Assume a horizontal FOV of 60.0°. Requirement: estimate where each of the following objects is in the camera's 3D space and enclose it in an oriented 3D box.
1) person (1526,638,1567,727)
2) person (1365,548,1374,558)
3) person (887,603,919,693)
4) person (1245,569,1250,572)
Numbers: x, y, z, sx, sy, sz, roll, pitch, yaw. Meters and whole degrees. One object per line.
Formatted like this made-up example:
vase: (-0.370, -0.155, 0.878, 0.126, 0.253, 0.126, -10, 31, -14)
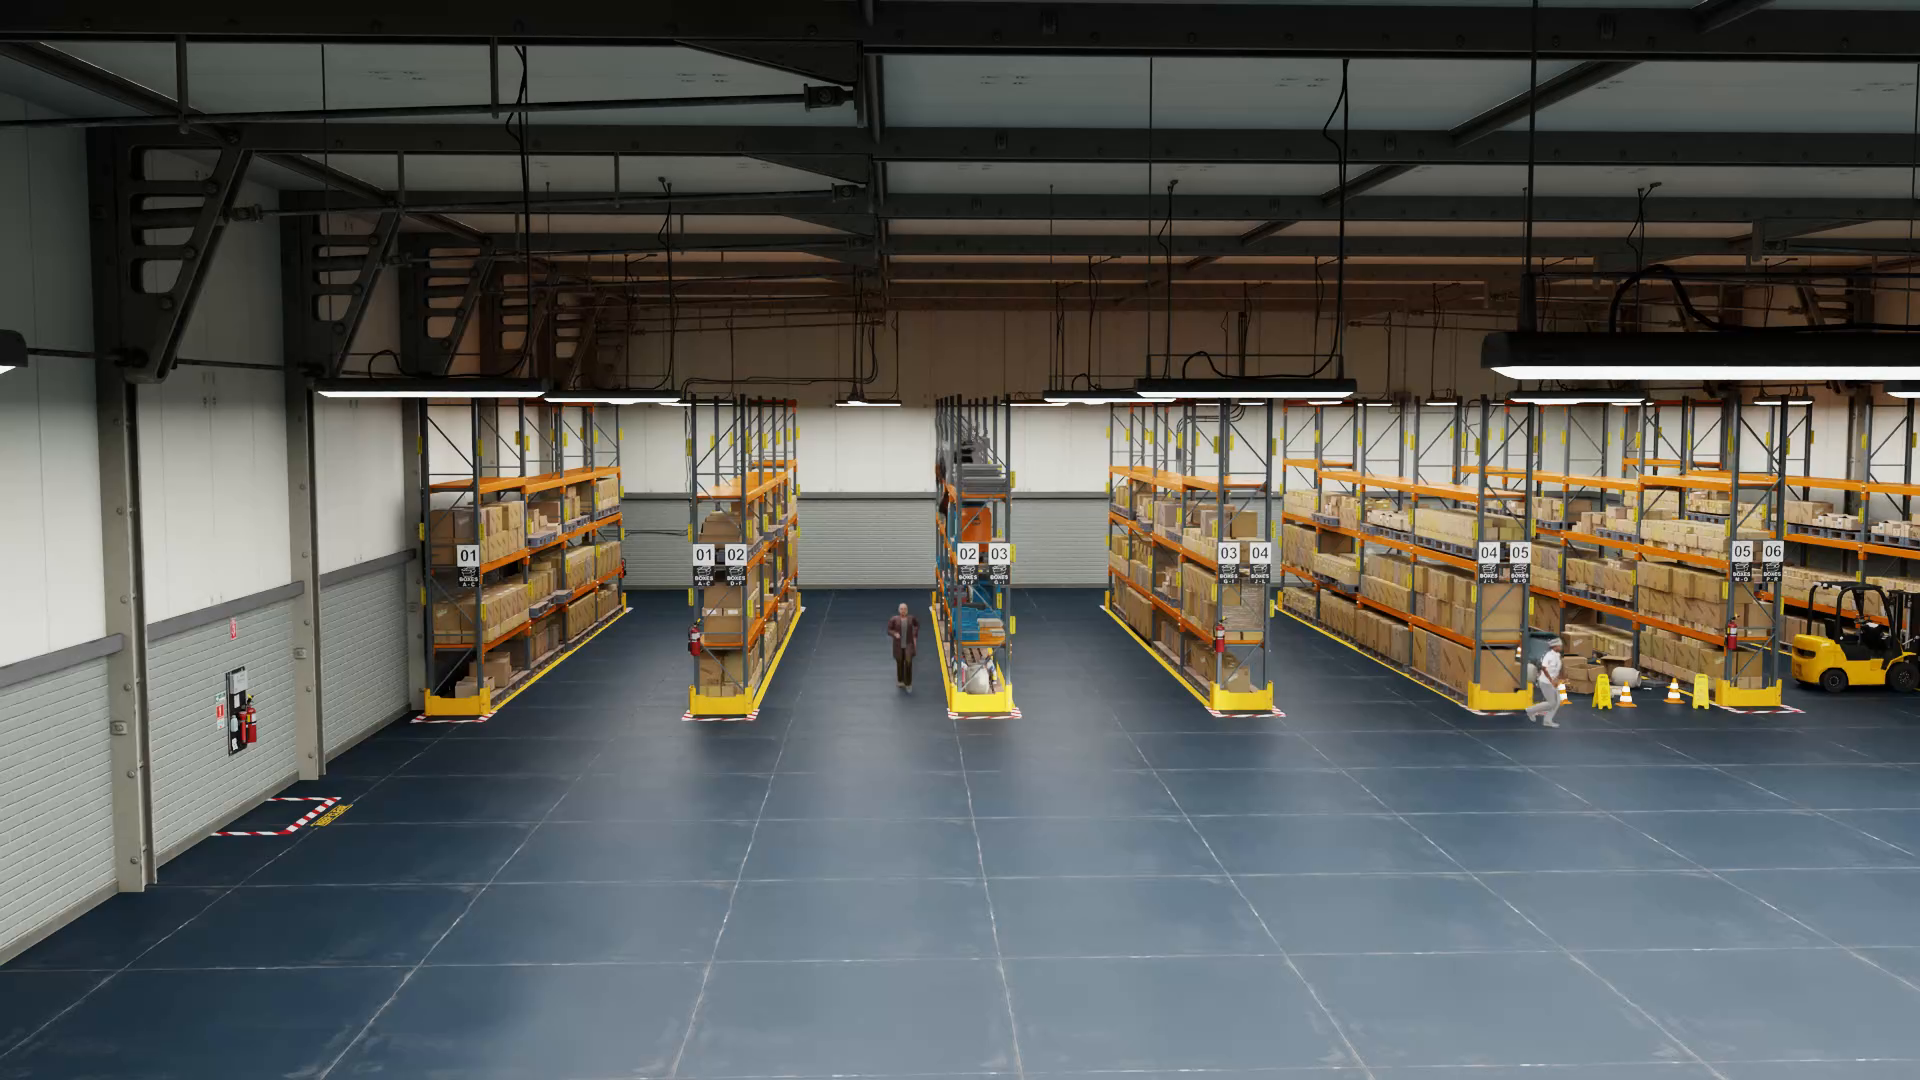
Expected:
person: (10.577, 2.554, 30.005, 0.655, 1.637, 0.582, 3, 5, 33)
person: (11.502, 1.155, 46.644, 0.662, 1.835, 0.816, -1, 5, -16)
person: (-1.160, 2.196, 33.767, 0.648, 1.843, 0.876, 0, 4, 0)
person: (8.015, 1.223, 46.727, 0.604, 1.668, 0.566, 1, 5, 14)
